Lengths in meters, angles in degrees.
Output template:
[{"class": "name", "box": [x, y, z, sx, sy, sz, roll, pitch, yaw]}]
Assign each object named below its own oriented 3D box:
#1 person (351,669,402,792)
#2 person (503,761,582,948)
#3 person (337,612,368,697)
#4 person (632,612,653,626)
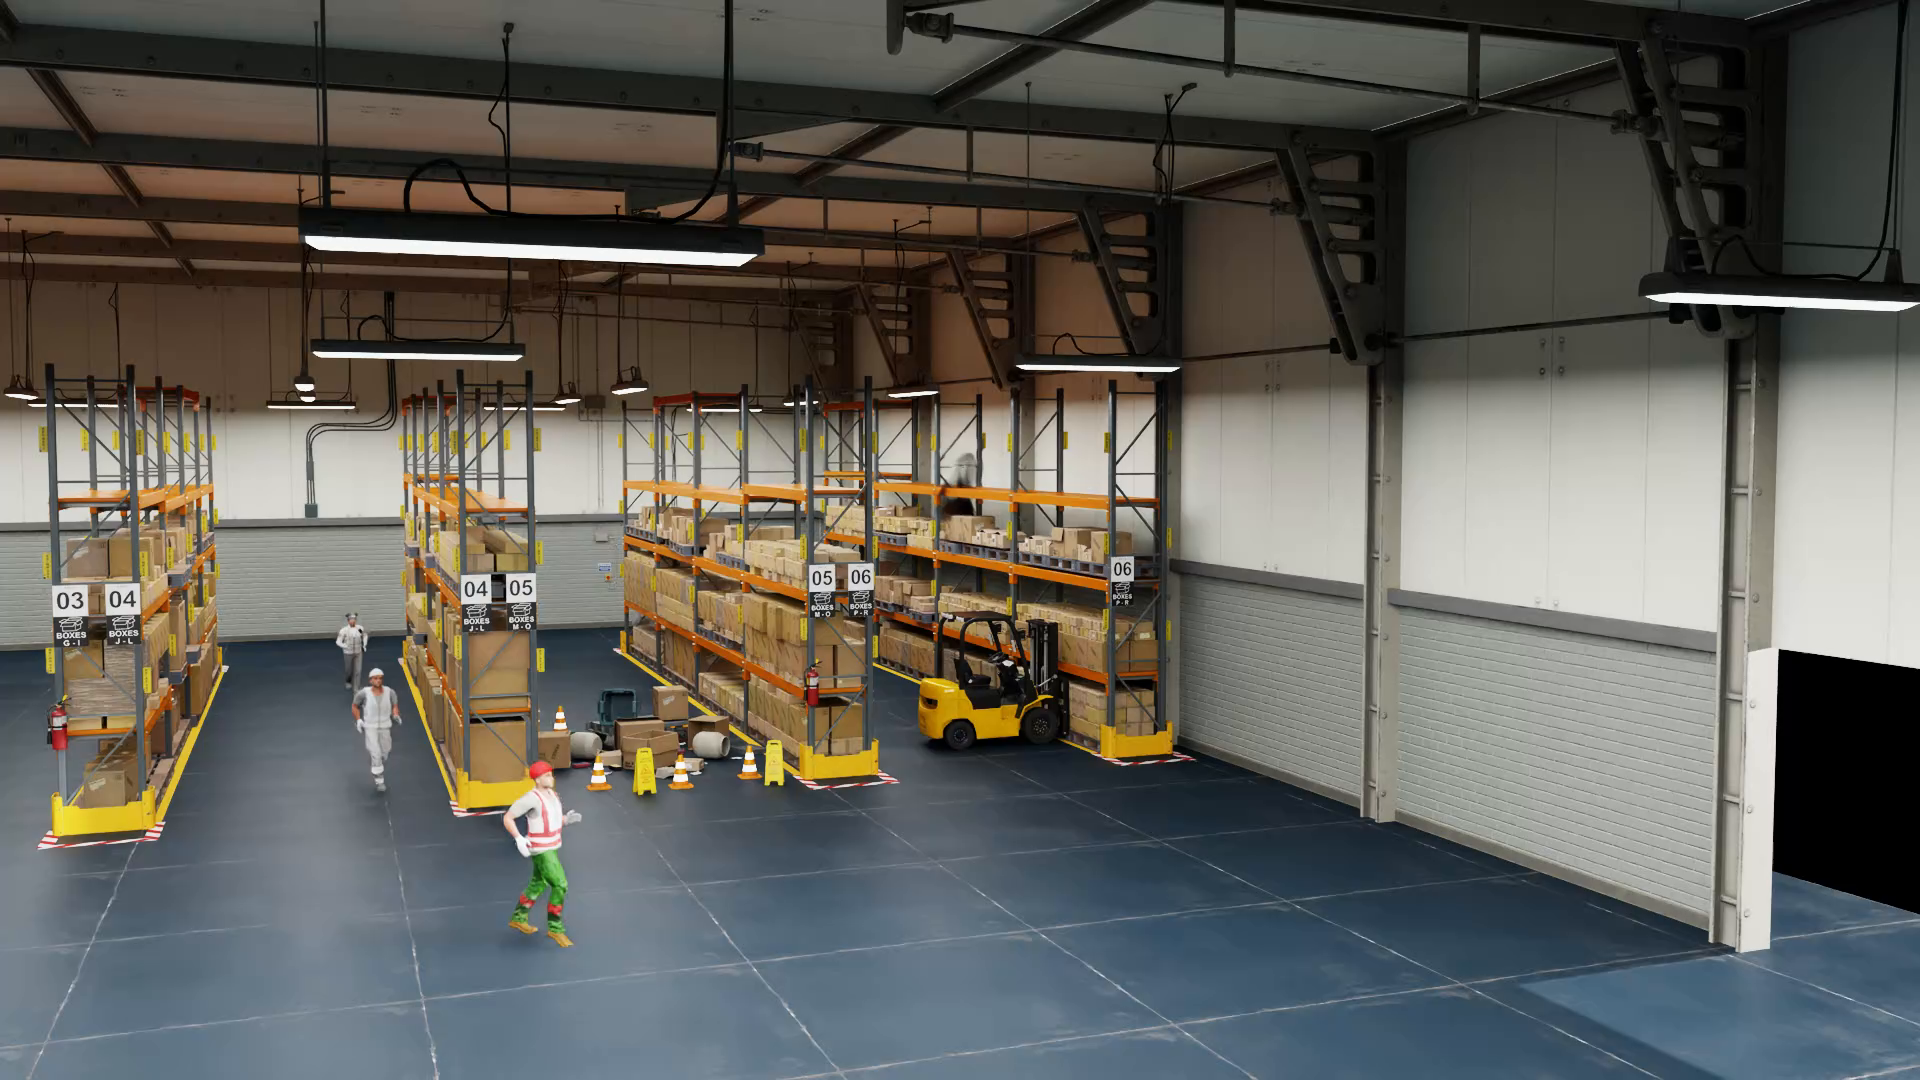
[{"class": "person", "box": [-8.481, 2.722, 24.116, 0.636, 1.754, 0.831, -2, 4, -32]}, {"class": "person", "box": [-4.171, 3.132, 16.616, 0.797, 1.849, 0.649, 1, 3, 9]}, {"class": "person", "box": [-11.942, 2.255, 32.731, 0.617, 1.700, 0.882, -2, 4, -29]}, {"class": "person", "box": [-7.833, 1.738, 41.166, 0.607, 1.740, 0.722, 1, 4, 18]}]
